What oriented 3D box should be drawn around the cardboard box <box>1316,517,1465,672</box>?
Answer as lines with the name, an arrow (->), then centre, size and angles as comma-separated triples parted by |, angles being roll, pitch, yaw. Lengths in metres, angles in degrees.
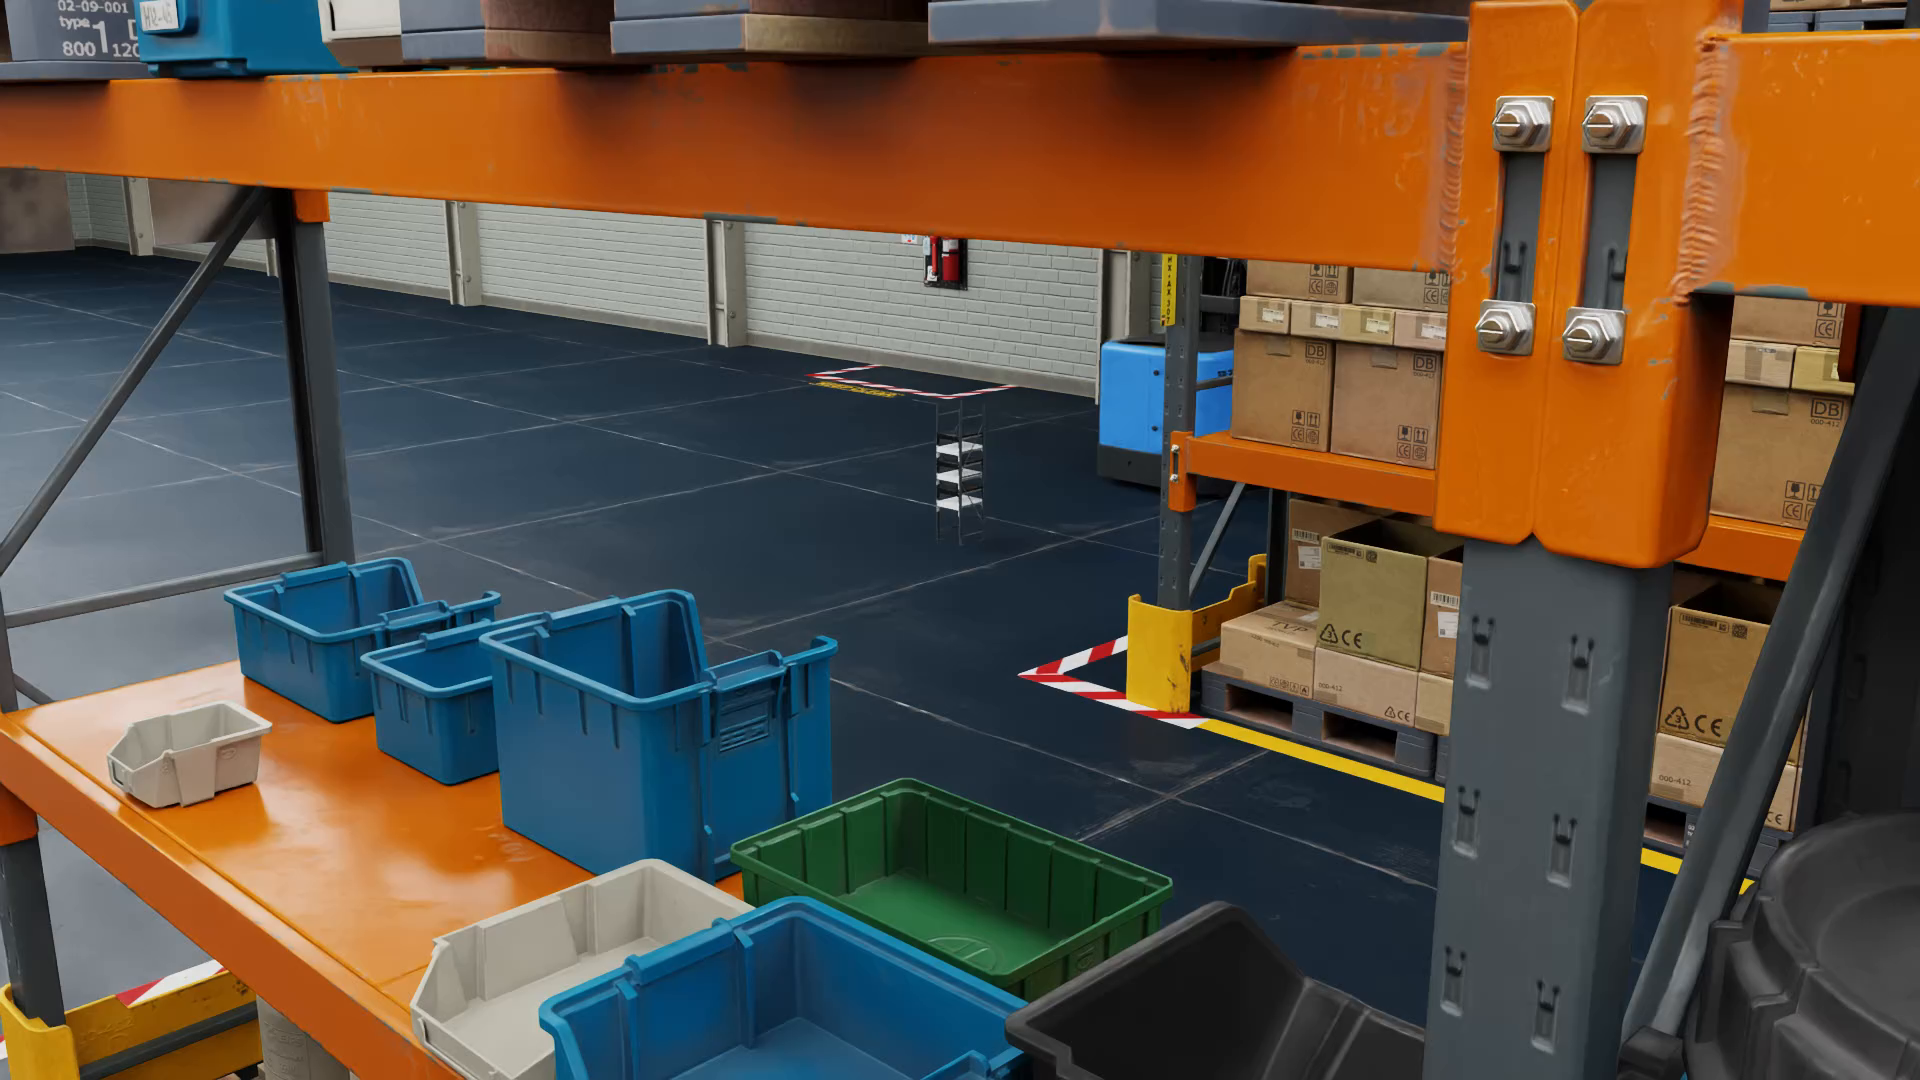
cardboard box -> 1.912, 0.225, 7.253 | 0.500, 0.500, 0.500 | 14, 20, 42

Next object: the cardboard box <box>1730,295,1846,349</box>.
cardboard box -> 3.150, -0.990, 6.009 | 0.500, 0.500, 0.700 | 14, 20, 42

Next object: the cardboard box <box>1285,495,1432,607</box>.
cardboard box -> 1.912, 0.043, 7.950 | 0.500, 0.500, 0.500 | 14, 20, 42

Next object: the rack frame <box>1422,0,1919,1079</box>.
rack frame -> 0.756, 0.838, 1.766 | 0.053, 2.616, 0.949 | 14, 20, 42

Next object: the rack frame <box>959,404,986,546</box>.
rack frame -> 0.079, -0.416, 10.745 | 0.006, 0.900, 0.240 | 14, 20, 42

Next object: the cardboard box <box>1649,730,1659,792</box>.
cardboard box -> 2.630, 0.764, 6.673 | 0.500, 0.250, 0.500 | 14, 20, 42

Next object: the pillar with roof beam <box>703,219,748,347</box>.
pillar with roof beam -> -5.767, -5.917, 15.794 | 0.400, 9.000, 9.100 | 14, 20, 42

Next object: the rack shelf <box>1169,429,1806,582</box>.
rack shelf -> 2.759, -0.063, 6.651 | 4.000, 0.370, 1.077 | 14, 20, 42

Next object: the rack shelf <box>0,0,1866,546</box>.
rack shelf -> -0.682, -0.616, 2.824 | 4.000, 0.370, 1.077 | 14, 20, 42

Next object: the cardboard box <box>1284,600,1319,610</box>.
cardboard box -> 1.911, 0.407, 8.043 | 0.500, 0.250, 0.500 | 14, 20, 42

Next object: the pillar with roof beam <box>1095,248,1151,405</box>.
pillar with roof beam -> -1.448, -4.867, 11.764 | 0.400, 9.000, 9.100 | 14, 20, 42

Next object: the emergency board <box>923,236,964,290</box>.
emergency board -> -0.216, -3.192, 17.232 | 0.585, 1.158, 0.155 | 14, 20, 42

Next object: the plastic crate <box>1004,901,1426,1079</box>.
plastic crate -> 0.470, 0.753, 2.217 | 0.504, 0.338, 0.767 | 14, 20, 42

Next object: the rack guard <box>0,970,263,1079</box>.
rack guard -> -2.034, 1.352, 4.752 | 0.348, 0.500, 1.175 | 14, 20, 42

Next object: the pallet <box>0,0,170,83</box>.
pallet -> -1.594, -1.060, 3.477 | 1.213, 0.211, 1.003 | 14, 20, 42

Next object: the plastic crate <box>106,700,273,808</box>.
plastic crate -> -1.701, 0.480, 3.663 | 0.250, 0.136, 0.298 | 14, 20, 42

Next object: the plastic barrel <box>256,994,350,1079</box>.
plastic barrel -> -1.595, 1.240, 4.327 | 0.421, 0.512, 0.421 | 0, 15, 0

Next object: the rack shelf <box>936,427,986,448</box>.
rack shelf -> 0.006, -0.663, 10.753 | 0.200, 0.077, 0.258 | 14, 20, 42

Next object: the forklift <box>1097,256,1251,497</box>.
forklift -> 2.418, -2.026, 12.895 | 1.130, 2.935, 3.031 | 14, 20, 42

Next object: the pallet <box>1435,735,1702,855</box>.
pallet -> 2.773, 0.928, 6.951 | 1.213, 0.211, 1.003 | 14, 20, 42

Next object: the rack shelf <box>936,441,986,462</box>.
rack shelf -> 0.006, -0.576, 10.776 | 0.200, 0.077, 0.258 | 14, 20, 42

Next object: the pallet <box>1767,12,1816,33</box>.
pallet -> 2.693, -1.828, 6.224 | 1.213, 0.211, 1.003 | 14, 20, 42

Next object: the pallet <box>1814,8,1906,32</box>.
pallet -> 3.567, -1.614, 5.404 | 1.213, 0.211, 1.003 | 14, 20, 42

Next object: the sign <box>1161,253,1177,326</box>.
sign -> 0.930, -1.118, 7.402 | 0.005, 0.325, 0.100 | 14, 20, 42

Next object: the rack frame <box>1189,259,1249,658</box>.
rack frame -> 1.322, -0.761, 7.906 | 0.053, 2.616, 0.949 | 14, 20, 42

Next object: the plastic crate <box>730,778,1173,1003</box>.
plastic crate -> -0.023, 0.651, 2.904 | 0.662, 0.188, 0.450 | 14, 20, 42

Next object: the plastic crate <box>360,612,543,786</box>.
plastic crate -> -1.090, 0.357, 3.906 | 0.408, 0.251, 0.499 | 14, 20, 42

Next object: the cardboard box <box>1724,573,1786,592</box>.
cardboard box -> 3.362, 0.391, 6.617 | 0.500, 0.500, 0.500 | 14, 20, 42

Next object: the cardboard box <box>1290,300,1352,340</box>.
cardboard box -> 1.644, -0.970, 7.220 | 0.250, 0.149, 0.380 | 13, 19, 41

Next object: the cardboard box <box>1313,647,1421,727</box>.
cardboard box -> 1.914, 0.588, 7.349 | 0.500, 0.250, 0.500 | 14, 20, 42

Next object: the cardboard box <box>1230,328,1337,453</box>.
cardboard box -> 1.647, -0.725, 7.568 | 0.500, 0.500, 0.700 | 14, 20, 42

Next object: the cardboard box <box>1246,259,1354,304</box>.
cardboard box -> 1.685, -1.344, 7.369 | 0.500, 0.500, 0.700 | 14, 20, 42

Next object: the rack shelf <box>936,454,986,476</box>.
rack shelf -> 0.006, -0.489, 10.799 | 0.200, 0.077, 0.258 | 14, 20, 42

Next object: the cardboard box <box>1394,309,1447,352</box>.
cardboard box -> 2.003, -0.881, 6.880 | 0.250, 0.149, 0.380 | 13, 20, 41

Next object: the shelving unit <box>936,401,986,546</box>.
shelving unit -> 0.006, -0.434, 10.813 | 0.210, 0.900, 0.258 | 14, 20, 42

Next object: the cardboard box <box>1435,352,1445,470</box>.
cardboard box -> 2.381, -0.546, 6.881 | 0.500, 0.500, 0.700 | 14, 20, 43
